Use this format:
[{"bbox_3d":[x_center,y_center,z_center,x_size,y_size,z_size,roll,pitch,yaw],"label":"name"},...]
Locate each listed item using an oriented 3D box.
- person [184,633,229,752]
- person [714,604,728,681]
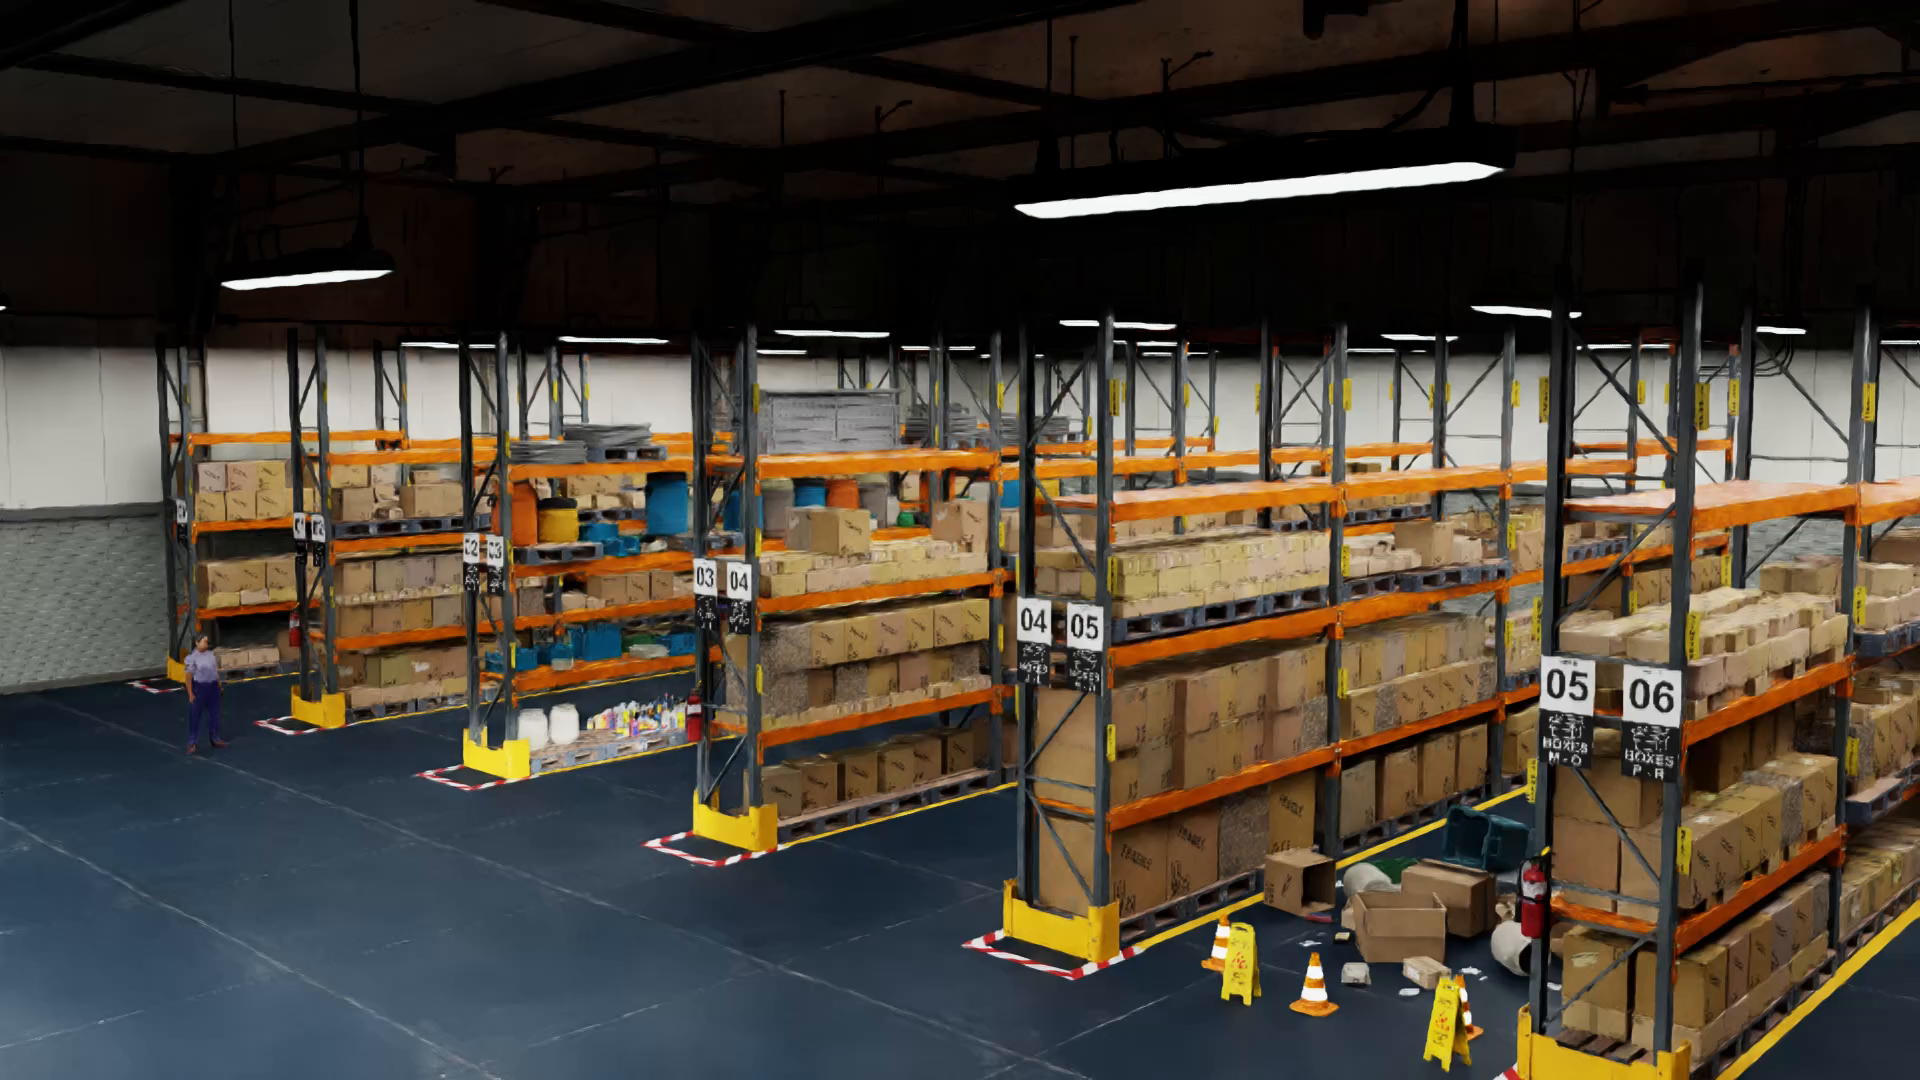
[{"bbox_3d":[-10.653,2.132,23.436,0.378,1.649,0.614,3,6,28],"label":"person"},{"bbox_3d":[-4.160,1.617,29.028,0.440,1.633,0.550,2,6,18],"label":"person"}]
